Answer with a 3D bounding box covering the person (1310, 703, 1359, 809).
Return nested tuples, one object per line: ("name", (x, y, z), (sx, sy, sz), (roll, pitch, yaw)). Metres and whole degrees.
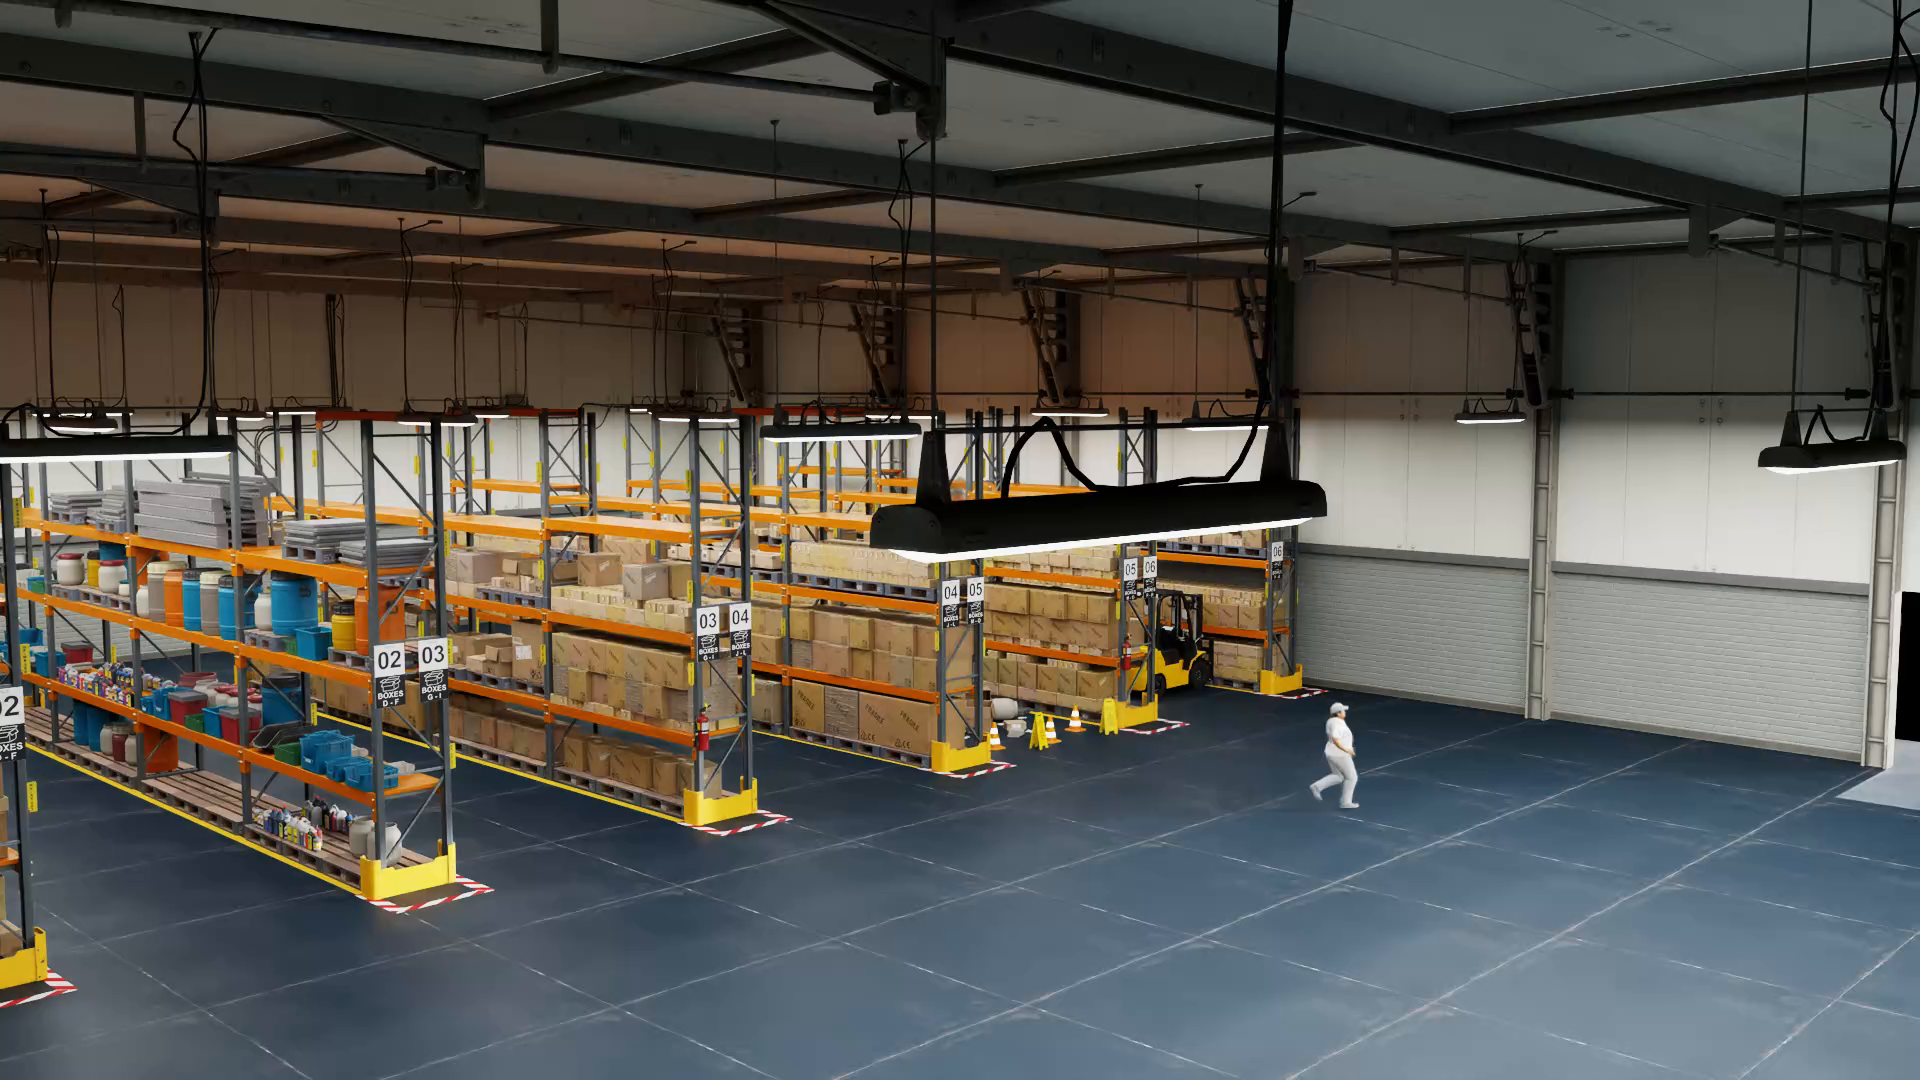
("person", (5.730, 3.280, 25.309), (0.727, 1.624, 0.615), (-1, 5, -7))
